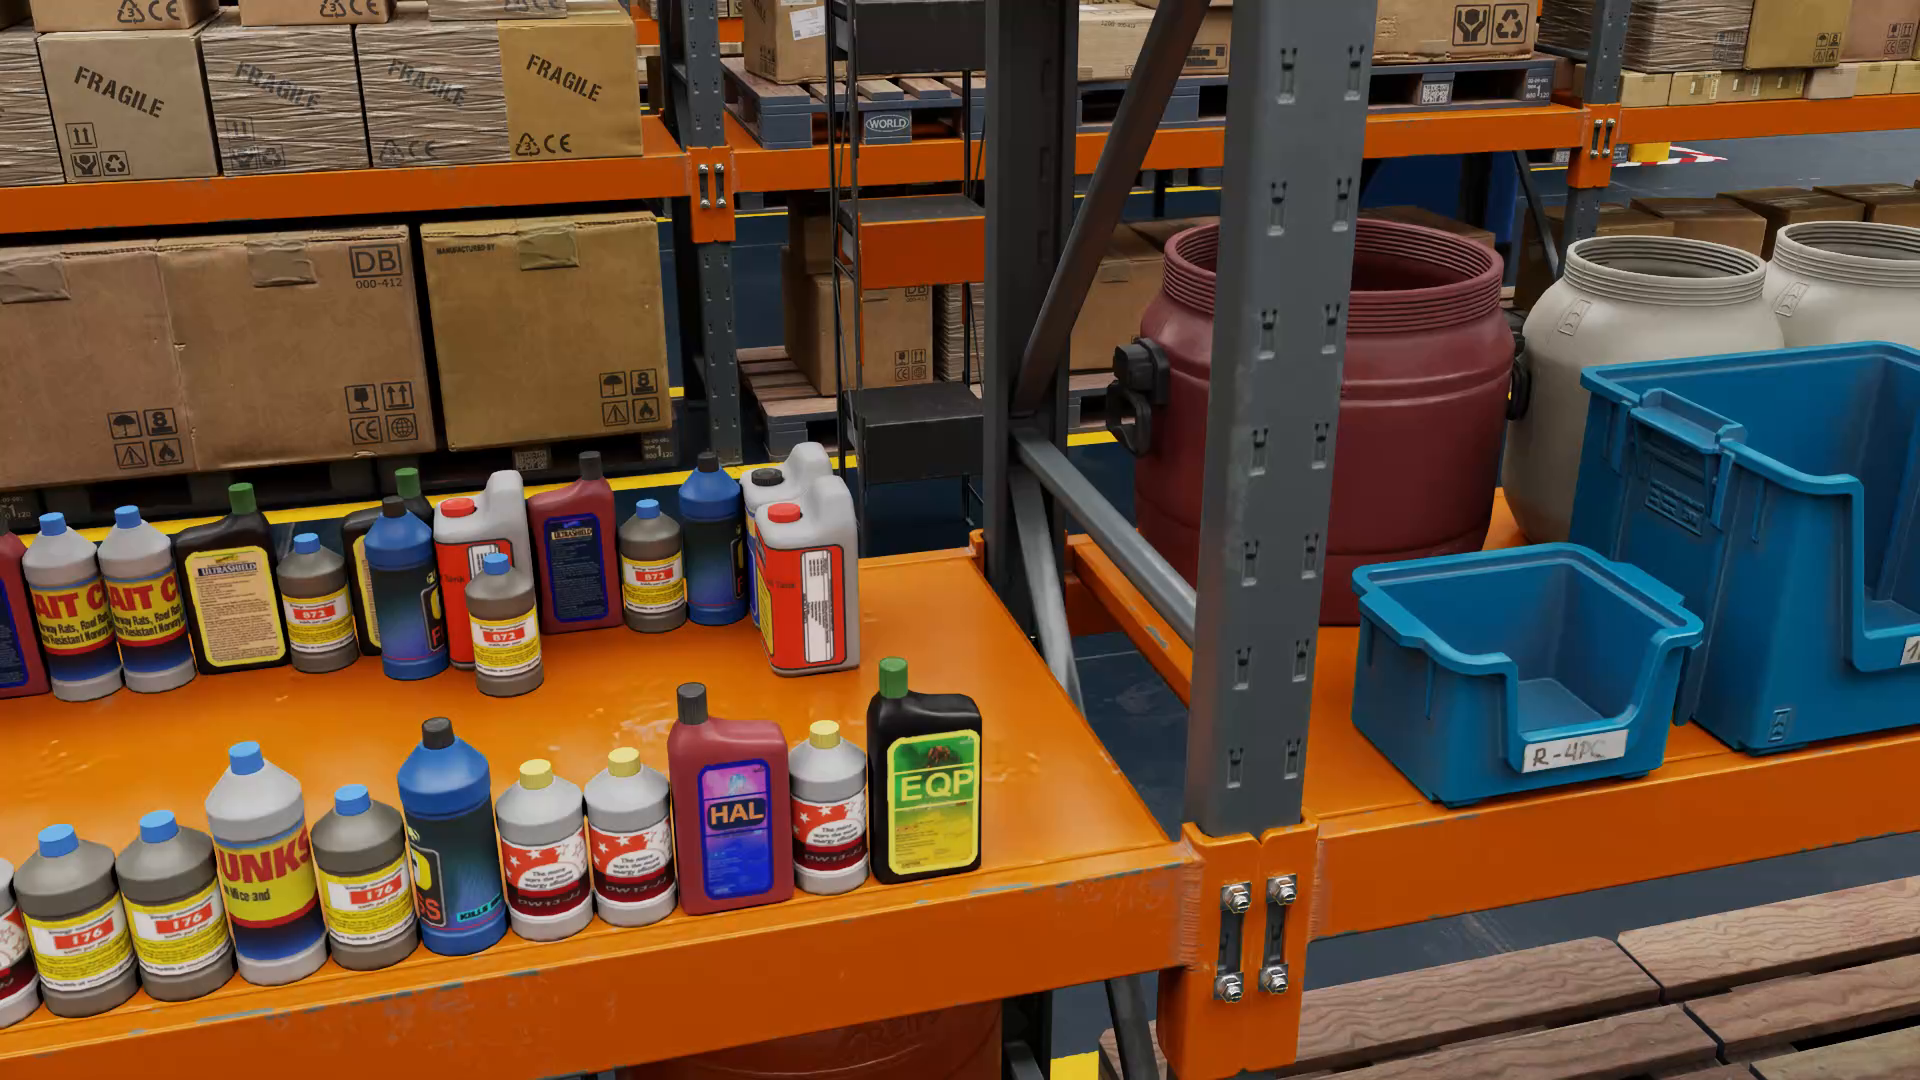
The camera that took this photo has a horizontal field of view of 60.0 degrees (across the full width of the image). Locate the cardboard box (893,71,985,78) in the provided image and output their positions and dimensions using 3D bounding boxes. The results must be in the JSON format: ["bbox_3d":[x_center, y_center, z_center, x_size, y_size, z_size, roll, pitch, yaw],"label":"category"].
[{"bbox_3d":[-0.086,-2.281,7.102,0.500,0.500,0.700,-3,23,-7],"label":"cardboard box"}]

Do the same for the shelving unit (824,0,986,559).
[{"bbox_3d":[-0.159,-0.947,5.795,0.503,2.100,0.431,-6,24,-14],"label":"shelving unit"}]

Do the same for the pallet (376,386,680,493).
[{"bbox_3d":[-1.885,-0.535,7.229,1.213,0.211,1.003,-6,24,-14],"label":"pallet"}]

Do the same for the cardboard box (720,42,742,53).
[{"bbox_3d":[-2.527,-4.758,16.334,0.625,0.372,0.950,-7,24,-15],"label":"cardboard box"}]

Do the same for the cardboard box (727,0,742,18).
[{"bbox_3d":[-1.354,-3.812,11.203,0.500,0.500,0.500,-7,24,-15],"label":"cardboard box"}]

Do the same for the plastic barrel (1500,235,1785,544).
[{"bbox_3d":[1.165,-0.233,2.848,0.421,0.512,0.421,0,23,0],"label":"plastic barrel"}]

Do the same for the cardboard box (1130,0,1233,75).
[{"bbox_3d":[1.102,-2.318,7.186,0.637,0.503,0.797,-4,24,-9],"label":"cardboard box"}]

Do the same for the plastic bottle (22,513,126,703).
[{"bbox_3d":[-1.280,0.092,2.396,0.097,0.271,0.097,0,23,0],"label":"plastic bottle"}]

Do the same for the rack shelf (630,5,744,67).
[{"bbox_3d":[-0.422,-3.648,11.860,4.000,0.370,1.077,-6,24,-14],"label":"rack shelf"}]

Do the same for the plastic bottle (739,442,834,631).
[{"bbox_3d":[-0.271,-0.011,2.629,0.135,0.276,0.152,-6,24,-14],"label":"plastic bottle"}]

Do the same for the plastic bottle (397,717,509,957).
[{"bbox_3d":[-0.567,0.324,1.855,0.097,0.271,0.097,0,23,0],"label":"plastic bottle"}]

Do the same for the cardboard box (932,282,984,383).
[{"bbox_3d":[0.065,-1.068,7.547,0.500,0.500,0.700,-8,25,-19],"label":"cardboard box"}]

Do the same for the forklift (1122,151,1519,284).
[{"bbox_3d":[1.564,-2.761,8.968,3.031,2.935,1.130,-7,24,-16],"label":"forklift"}]

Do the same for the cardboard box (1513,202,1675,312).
[{"bbox_3d":[3.142,-1.369,8.275,0.500,0.500,0.500,-7,24,-16],"label":"cardboard box"}]

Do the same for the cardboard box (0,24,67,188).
[{"bbox_3d":[-3.480,-1.553,5.938,0.500,0.500,0.500,-7,24,-16],"label":"cardboard box"}]

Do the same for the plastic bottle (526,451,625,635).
[{"bbox_3d":[-0.600,0.003,2.586,0.133,0.283,0.061,-6,24,-14],"label":"plastic bottle"}]

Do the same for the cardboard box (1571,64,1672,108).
[{"bbox_3d":[3.034,-2.091,7.638,0.250,0.149,0.380,-6,24,-14],"label":"cardboard box"}]

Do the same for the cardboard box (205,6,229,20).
[{"bbox_3d":[-3.117,-1.805,6.526,0.500,0.500,0.500,-6,24,-14],"label":"cardboard box"}]

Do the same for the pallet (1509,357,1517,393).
[{"bbox_3d":[1.997,-0.933,8.156,1.213,0.211,1.003,-6,24,-14],"label":"pallet"}]

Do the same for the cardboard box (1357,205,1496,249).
[{"bbox_3d":[2.149,-1.294,8.074,0.500,0.500,0.700,-8,25,-18],"label":"cardboard box"}]

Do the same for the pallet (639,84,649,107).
[{"bbox_3d":[-3.029,-4.435,16.319,1.213,0.211,1.003,-6,24,-14],"label":"pallet"}]

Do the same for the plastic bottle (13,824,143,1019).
[{"bbox_3d":[-0.942,0.397,1.772,0.097,0.201,0.097,0,23,0],"label":"plastic bottle"}]

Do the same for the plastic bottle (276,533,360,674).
[{"bbox_3d":[-0.964,0.089,2.491,0.097,0.201,0.097,0,23,0],"label":"plastic bottle"}]

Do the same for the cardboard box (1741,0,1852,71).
[{"bbox_3d":[3.687,-2.545,7.873,0.500,0.500,0.875,-6,24,-14],"label":"cardboard box"}]

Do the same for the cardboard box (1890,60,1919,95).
[{"bbox_3d":[4.475,-2.256,8.022,0.250,0.149,0.380,-6,24,-14],"label":"cardboard box"}]

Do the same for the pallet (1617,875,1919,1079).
[{"bbox_3d":[2.161,1.094,3.433,1.213,0.211,1.003,-6,24,-14],"label":"pallet"}]

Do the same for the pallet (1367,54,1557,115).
[{"bbox_3d":[1.971,-2.183,7.778,1.213,0.211,1.003,-6,24,-14],"label":"pallet"}]

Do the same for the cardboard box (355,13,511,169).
[{"bbox_3d":[-1.995,-1.720,6.328,0.500,0.500,0.500,-7,24,-15],"label":"cardboard box"}]

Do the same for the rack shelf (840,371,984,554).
[{"bbox_3d":[-0.159,-0.291,6.076,0.480,0.518,0.431,-6,24,-14],"label":"rack shelf"}]

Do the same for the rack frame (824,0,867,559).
[{"bbox_3d":[-0.394,-0.921,5.734,0.015,2.100,0.400,-6,24,-14],"label":"rack frame"}]

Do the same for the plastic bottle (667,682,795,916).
[{"bbox_3d":[-0.264,0.292,1.913,0.133,0.283,0.061,-6,24,-14],"label":"plastic bottle"}]

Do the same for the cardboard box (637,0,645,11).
[{"bbox_3d":[-1.987,-3.961,11.551,0.500,0.500,0.500,-6,24,-14],"label":"cardboard box"}]

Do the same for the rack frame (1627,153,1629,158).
[{"bbox_3d":[5.355,-4.618,13.208,0.127,3.000,1.000,-6,24,-14],"label":"rack frame"}]

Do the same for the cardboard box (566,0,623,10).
[{"bbox_3d":[-1.647,-1.969,6.908,0.500,0.500,0.500,-6,24,-13],"label":"cardboard box"}]

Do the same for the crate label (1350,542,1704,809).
[{"bbox_3d":[0.739,0.183,2.232,0.416,0.233,0.303,-6,24,-14],"label":"crate label"}]

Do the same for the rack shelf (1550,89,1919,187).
[{"bbox_3d":[4.672,-2.180,8.439,4.000,0.370,1.077,-6,24,-14],"label":"rack shelf"}]

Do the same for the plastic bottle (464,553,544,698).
[{"bbox_3d":[-0.665,0.118,2.423,0.097,0.201,0.097,0,23,0],"label":"plastic bottle"}]

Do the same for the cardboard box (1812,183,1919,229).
[{"bbox_3d":[4.817,-1.572,8.746,0.500,0.500,0.500,-4,24,-9],"label":"cardboard box"}]

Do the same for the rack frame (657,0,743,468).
[{"bbox_3d":[-1.105,-1.872,6.808,0.127,3.000,1.000,-6,24,-14],"label":"rack frame"}]

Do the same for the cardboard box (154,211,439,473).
[{"bbox_3d":[-2.636,-0.931,6.777,0.875,0.875,1.225,-6,24,-14],"label":"cardboard box"}]

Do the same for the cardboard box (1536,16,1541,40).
[{"bbox_3d":[4.720,-3.737,13.317,0.875,0.875,0.875,-6,24,-14],"label":"cardboard box"}]

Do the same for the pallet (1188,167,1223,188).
[{"bbox_3d":[2.257,-2.961,12.884,1.213,0.211,1.003,-6,24,-14],"label":"pallet"}]

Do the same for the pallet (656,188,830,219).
[{"bbox_3d":[-1.568,-2.539,11.901,1.213,0.211,1.003,-6,24,-14],"label":"pallet"}]

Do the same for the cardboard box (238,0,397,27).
[{"bbox_3d":[-2.442,-2.239,6.264,0.637,0.503,0.797,-6,24,-13],"label":"cardboard box"}]

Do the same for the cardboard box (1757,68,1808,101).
[{"bbox_3d":[3.750,-2.180,7.845,0.250,0.149,0.380,-6,24,-14],"label":"cardboard box"}]
